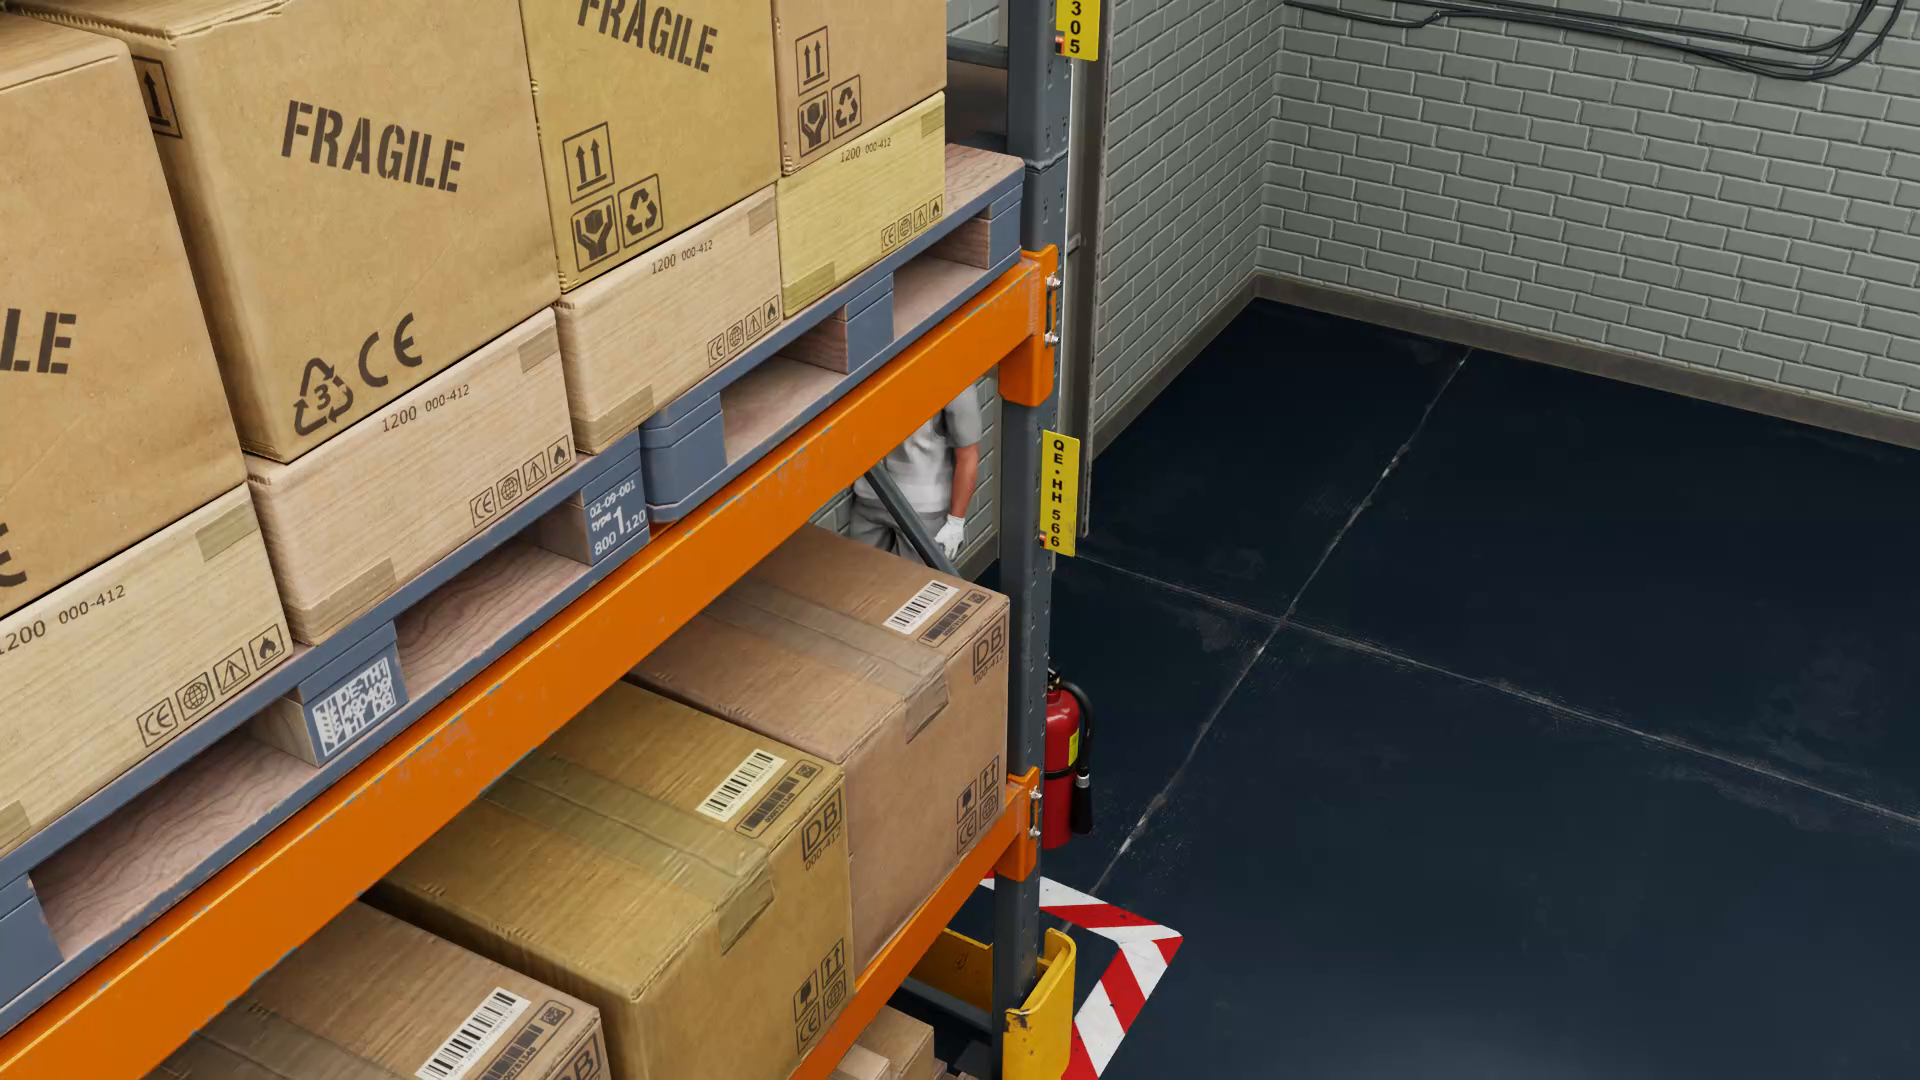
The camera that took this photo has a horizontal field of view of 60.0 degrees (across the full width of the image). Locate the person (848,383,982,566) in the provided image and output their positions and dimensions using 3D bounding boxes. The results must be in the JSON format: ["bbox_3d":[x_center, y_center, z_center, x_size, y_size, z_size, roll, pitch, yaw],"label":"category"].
[{"bbox_3d":[-0.264,-0.105,6.261,0.620,1.788,0.566,18,38,25],"label":"person"}]
